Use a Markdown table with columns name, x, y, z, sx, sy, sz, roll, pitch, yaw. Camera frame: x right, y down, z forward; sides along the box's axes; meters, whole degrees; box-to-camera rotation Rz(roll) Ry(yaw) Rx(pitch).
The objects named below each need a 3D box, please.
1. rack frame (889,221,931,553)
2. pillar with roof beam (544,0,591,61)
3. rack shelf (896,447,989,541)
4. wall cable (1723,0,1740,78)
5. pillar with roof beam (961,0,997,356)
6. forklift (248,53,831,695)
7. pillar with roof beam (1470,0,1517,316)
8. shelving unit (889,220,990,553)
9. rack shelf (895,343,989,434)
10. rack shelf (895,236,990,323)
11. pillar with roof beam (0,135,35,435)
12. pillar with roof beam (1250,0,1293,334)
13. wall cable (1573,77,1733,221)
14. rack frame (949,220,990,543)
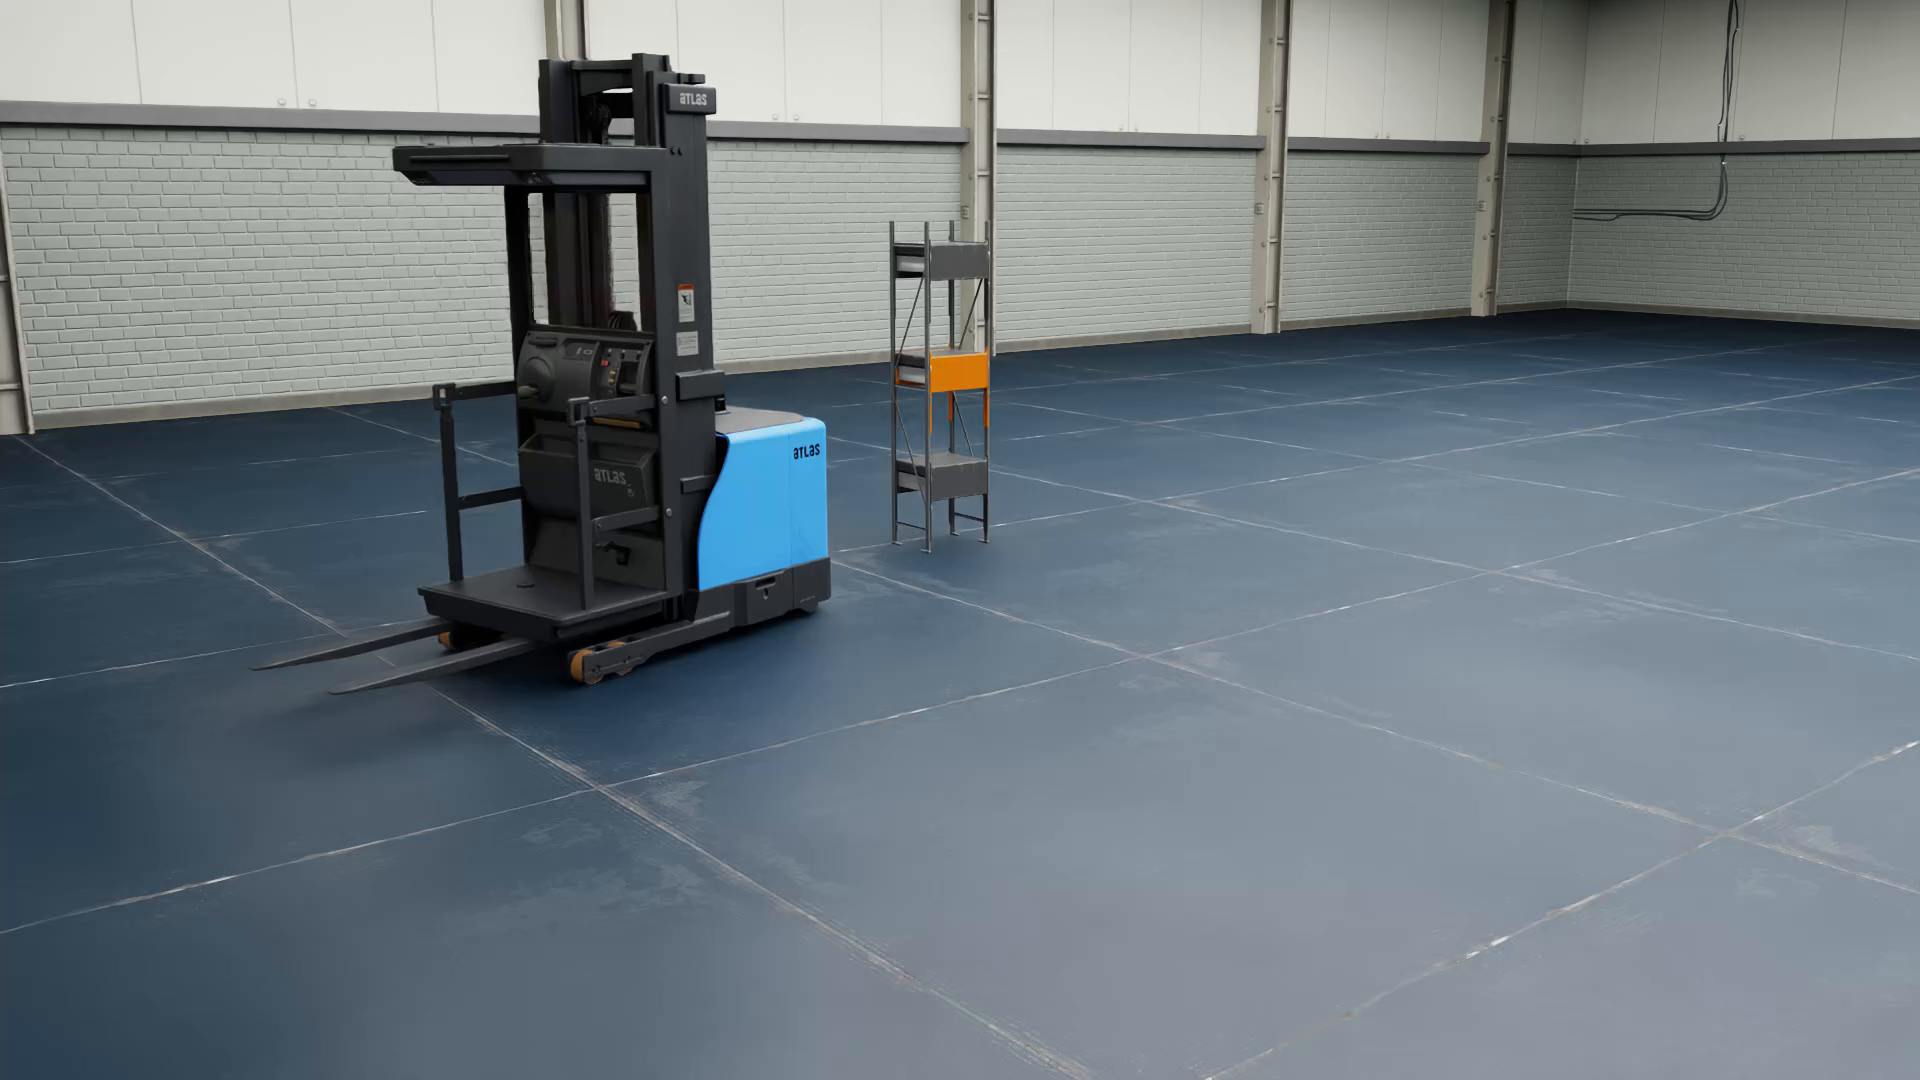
| name | x | y | z | sx | sy | sz | roll | pitch | yaw |
| --- | --- | --- | --- | --- | --- | --- | --- | --- | --- |
| rack frame | -0.320 | -0.974 | 10.660 | 0.015 | 2.100 | 0.400 | -9 | 15 | -38 |
| pillar with roof beam | -1.742 | -5.503 | 15.381 | 0.400 | 9.000 | 9.100 | -9 | 15 | -38 |
| rack shelf | -0.129 | -0.308 | 10.958 | 0.480 | 0.518 | 0.431 | -9 | 15 | -38 |
| wall cable | 14.441 | -9.218 | 28.190 | 0.112 | 2.526 | 3.097 | -9 | 15 | -38 |
| pillar with roof beam | 2.944 | -6.282 | 19.047 | 0.400 | 9.000 | 9.100 | -9 | 15 | -38 |
| forklift | -1.999 | -0.861 | 8.128 | 1.130 | 2.935 | 3.031 | 9 | 15 | 36 |
| pillar with roof beam | 12.314 | -7.839 | 26.380 | 0.400 | 9.000 | 9.100 | -9 | 15 | -38 |
| shelving unit | -0.129 | -1.006 | 10.810 | 0.503 | 2.100 | 0.431 | -9 | 15 | -38 |
| rack shelf | -0.129 | -0.992 | 10.812 | 0.480 | 0.518 | 0.431 | -9 | 15 | -38 |
| rack shelf | -0.129 | -1.677 | 10.667 | 0.480 | 0.518 | 0.431 | -9 | 15 | -38 |
| pillar with roof beam | -6.427 | -4.725 | 11.714 | 0.400 | 9.000 | 9.100 | -9 | 15 | -38 |
| pillar with roof beam | 7.629 | -7.060 | 22.714 | 0.400 | 9.000 | 9.100 | -9 | 15 | -38 |
| wall cable | 12.751 | -7.186 | 30.781 | 0.112 | 2.526 | 3.097 | -9 | 15 | -38 |
| rack frame | 0.061 | -1.037 | 10.959 | 0.015 | 2.100 | 0.400 | -9 | 15 | -38 |
